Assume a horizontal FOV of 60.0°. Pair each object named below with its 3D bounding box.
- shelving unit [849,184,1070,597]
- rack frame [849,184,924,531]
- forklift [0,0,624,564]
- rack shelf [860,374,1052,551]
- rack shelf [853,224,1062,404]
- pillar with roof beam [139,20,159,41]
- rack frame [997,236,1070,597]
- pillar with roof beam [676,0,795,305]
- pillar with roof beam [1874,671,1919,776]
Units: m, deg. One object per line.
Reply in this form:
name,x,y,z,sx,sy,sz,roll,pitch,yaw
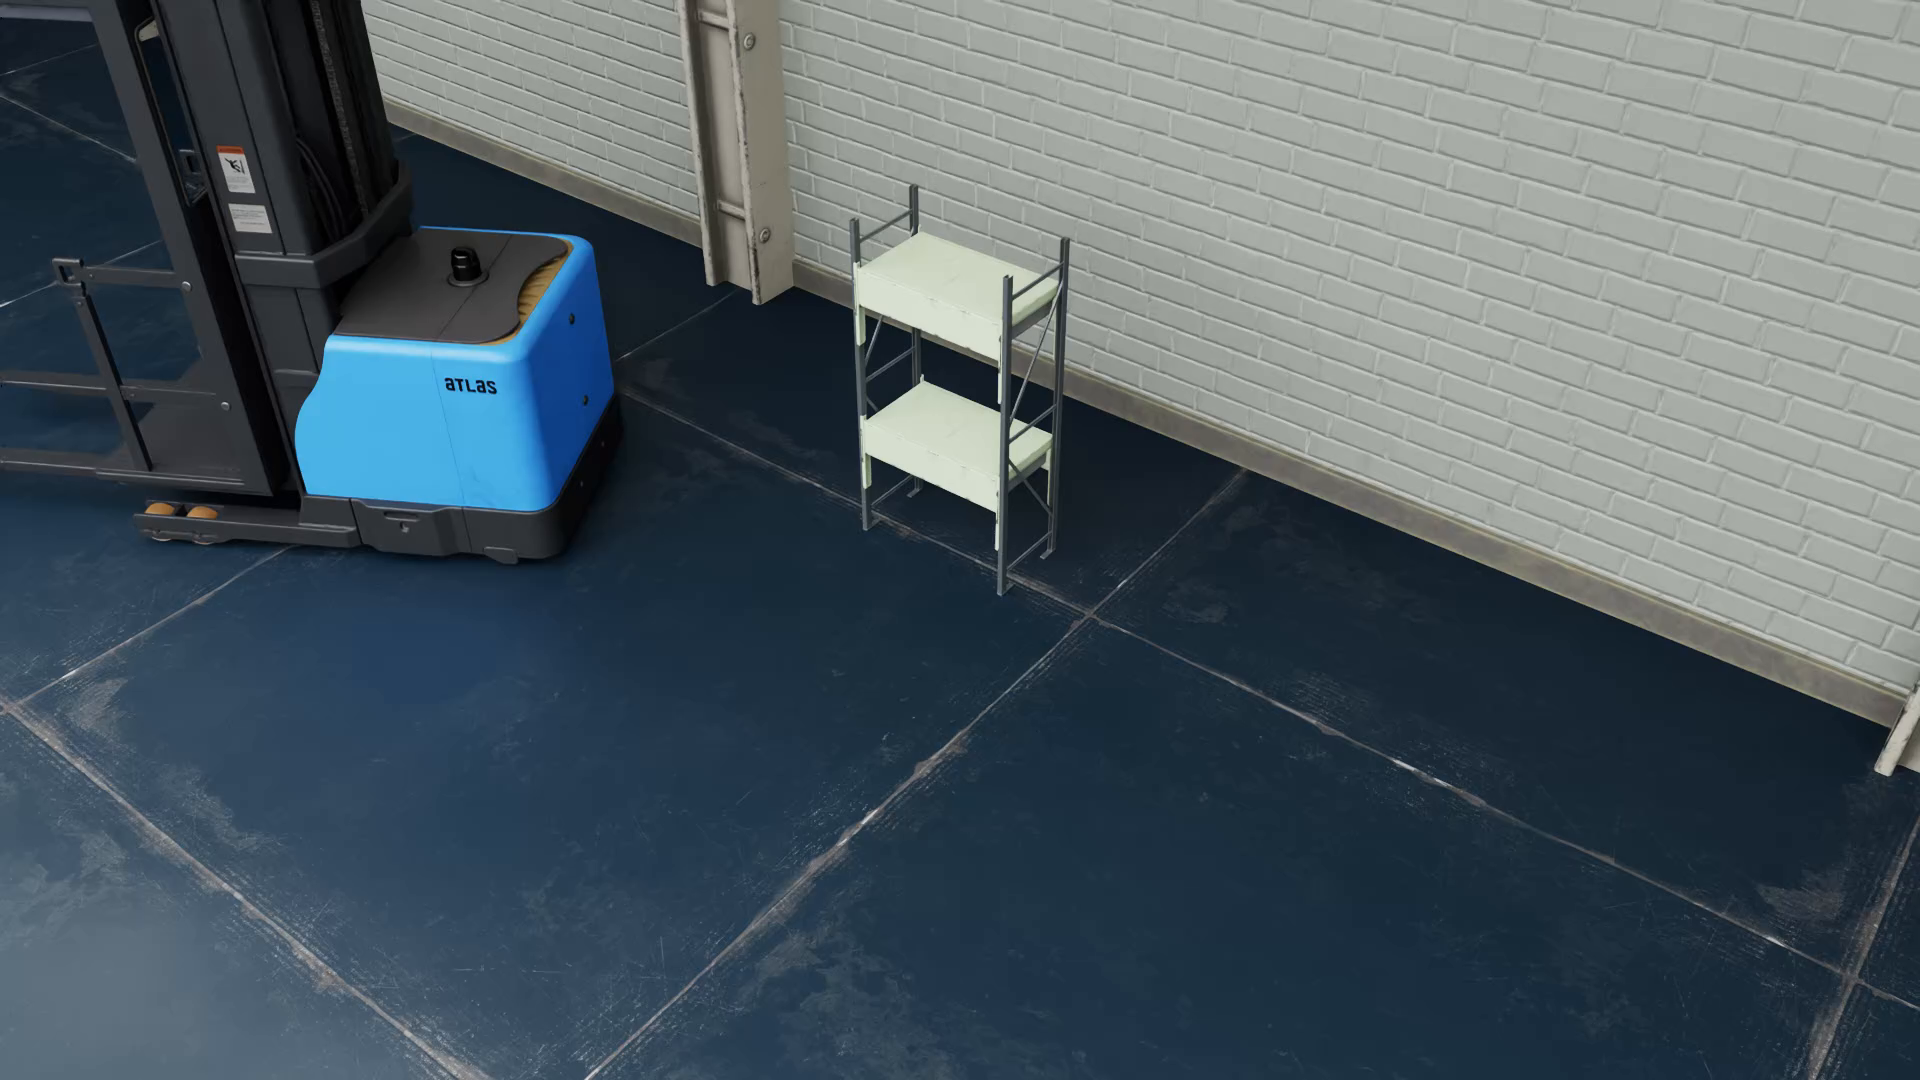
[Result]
shelving unit,-0.005,-0.593,6.791,0.755,1.500,0.431,25,45,29
rack frame,-0.296,-0.730,6.966,0.023,1.500,0.400,25,45,29
forklift,-3.127,-1.451,6.726,3.031,2.935,1.130,5,38,6
rack shelf,-0.005,-0.336,6.992,0.720,0.370,0.431,25,45,29
rack shelf,-0.005,-0.900,6.550,0.720,0.370,0.431,25,45,29
pillar with roof beam,-8.512,-5.078,6.436,0.400,9.000,9.100,25,45,29
rack frame,0.285,-0.456,6.616,0.023,1.500,0.400,25,45,29
pillar with roof beam,-3.746,-2.831,3.566,0.400,9.000,9.100,25,45,29
pillar with roof beam,1.020,-0.584,0.696,0.400,9.000,9.100,25,45,29
